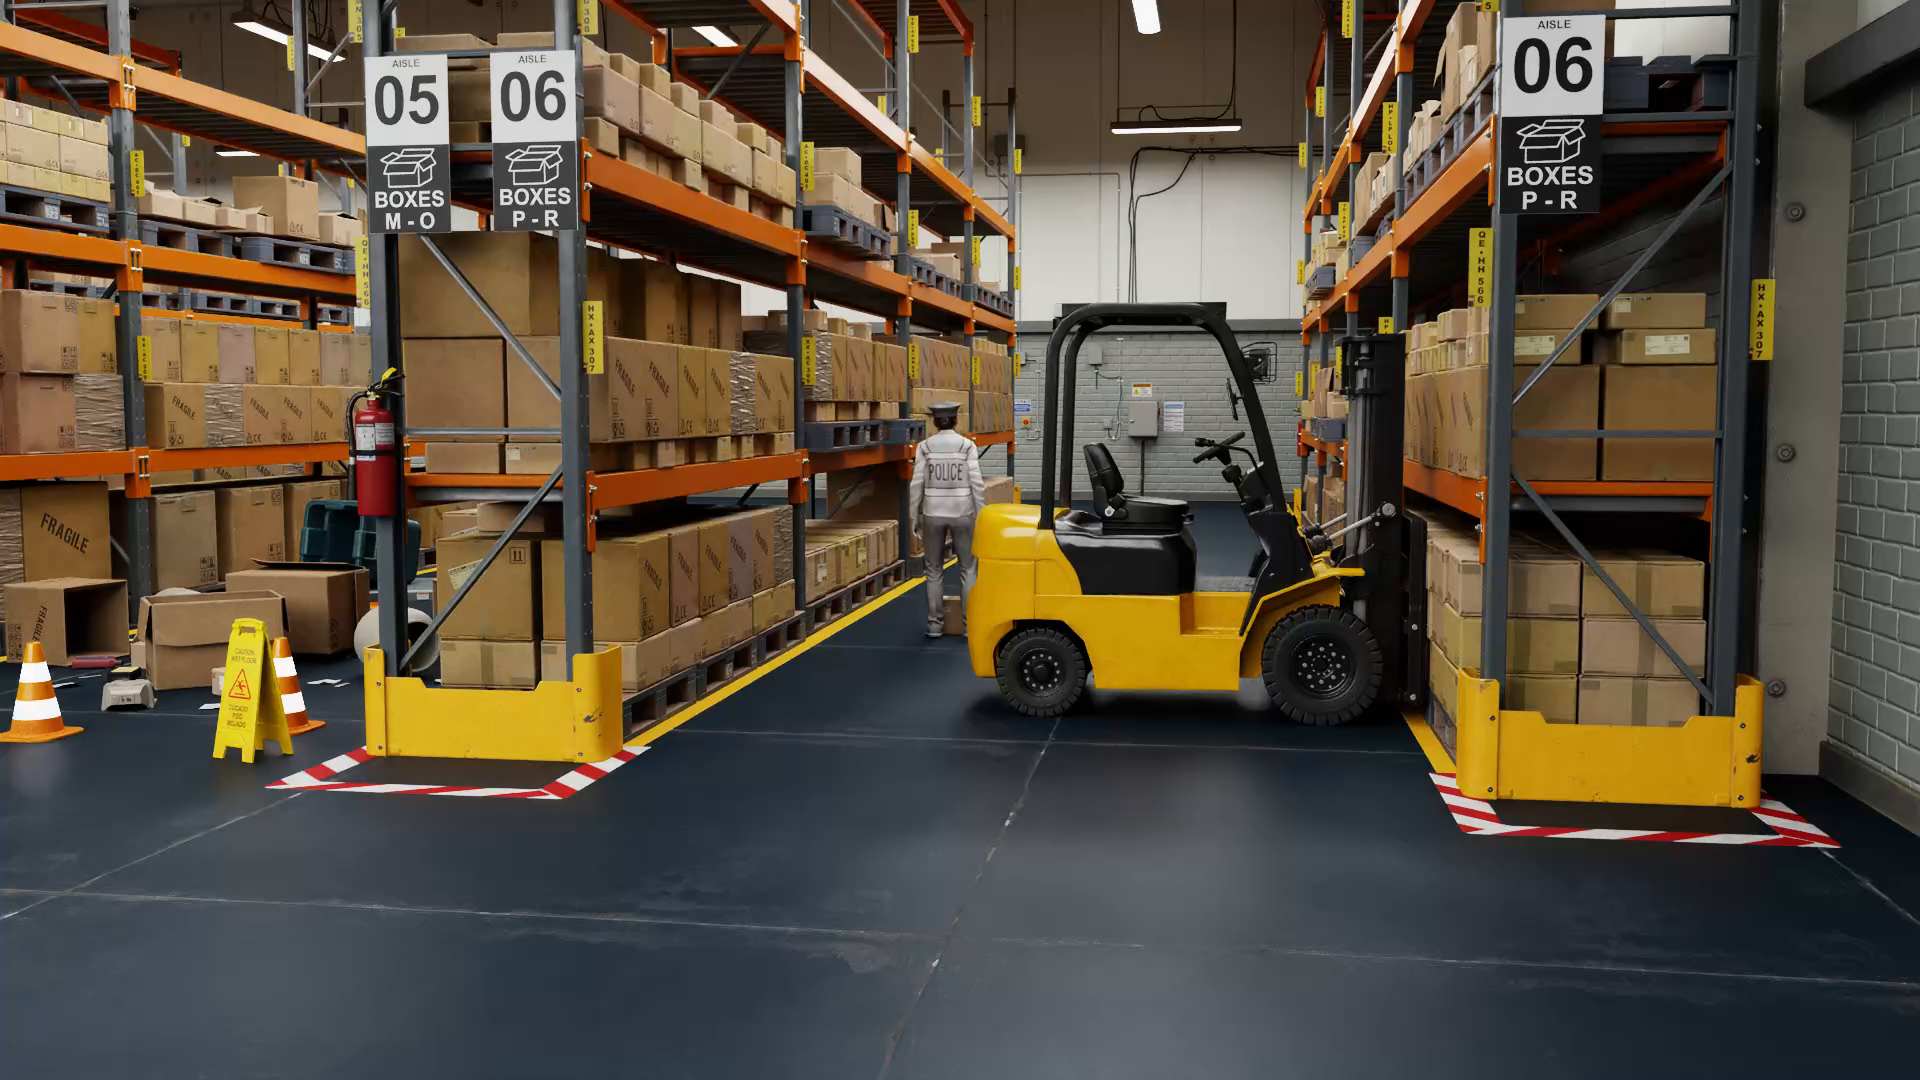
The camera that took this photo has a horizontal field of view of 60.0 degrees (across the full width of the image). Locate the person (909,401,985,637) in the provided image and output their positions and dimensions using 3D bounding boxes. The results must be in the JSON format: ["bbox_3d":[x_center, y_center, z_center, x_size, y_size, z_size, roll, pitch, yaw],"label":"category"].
[{"bbox_3d":[-0.084,-0.145,11.679,0.547,1.663,0.376,0,5,4],"label":"person"}]
